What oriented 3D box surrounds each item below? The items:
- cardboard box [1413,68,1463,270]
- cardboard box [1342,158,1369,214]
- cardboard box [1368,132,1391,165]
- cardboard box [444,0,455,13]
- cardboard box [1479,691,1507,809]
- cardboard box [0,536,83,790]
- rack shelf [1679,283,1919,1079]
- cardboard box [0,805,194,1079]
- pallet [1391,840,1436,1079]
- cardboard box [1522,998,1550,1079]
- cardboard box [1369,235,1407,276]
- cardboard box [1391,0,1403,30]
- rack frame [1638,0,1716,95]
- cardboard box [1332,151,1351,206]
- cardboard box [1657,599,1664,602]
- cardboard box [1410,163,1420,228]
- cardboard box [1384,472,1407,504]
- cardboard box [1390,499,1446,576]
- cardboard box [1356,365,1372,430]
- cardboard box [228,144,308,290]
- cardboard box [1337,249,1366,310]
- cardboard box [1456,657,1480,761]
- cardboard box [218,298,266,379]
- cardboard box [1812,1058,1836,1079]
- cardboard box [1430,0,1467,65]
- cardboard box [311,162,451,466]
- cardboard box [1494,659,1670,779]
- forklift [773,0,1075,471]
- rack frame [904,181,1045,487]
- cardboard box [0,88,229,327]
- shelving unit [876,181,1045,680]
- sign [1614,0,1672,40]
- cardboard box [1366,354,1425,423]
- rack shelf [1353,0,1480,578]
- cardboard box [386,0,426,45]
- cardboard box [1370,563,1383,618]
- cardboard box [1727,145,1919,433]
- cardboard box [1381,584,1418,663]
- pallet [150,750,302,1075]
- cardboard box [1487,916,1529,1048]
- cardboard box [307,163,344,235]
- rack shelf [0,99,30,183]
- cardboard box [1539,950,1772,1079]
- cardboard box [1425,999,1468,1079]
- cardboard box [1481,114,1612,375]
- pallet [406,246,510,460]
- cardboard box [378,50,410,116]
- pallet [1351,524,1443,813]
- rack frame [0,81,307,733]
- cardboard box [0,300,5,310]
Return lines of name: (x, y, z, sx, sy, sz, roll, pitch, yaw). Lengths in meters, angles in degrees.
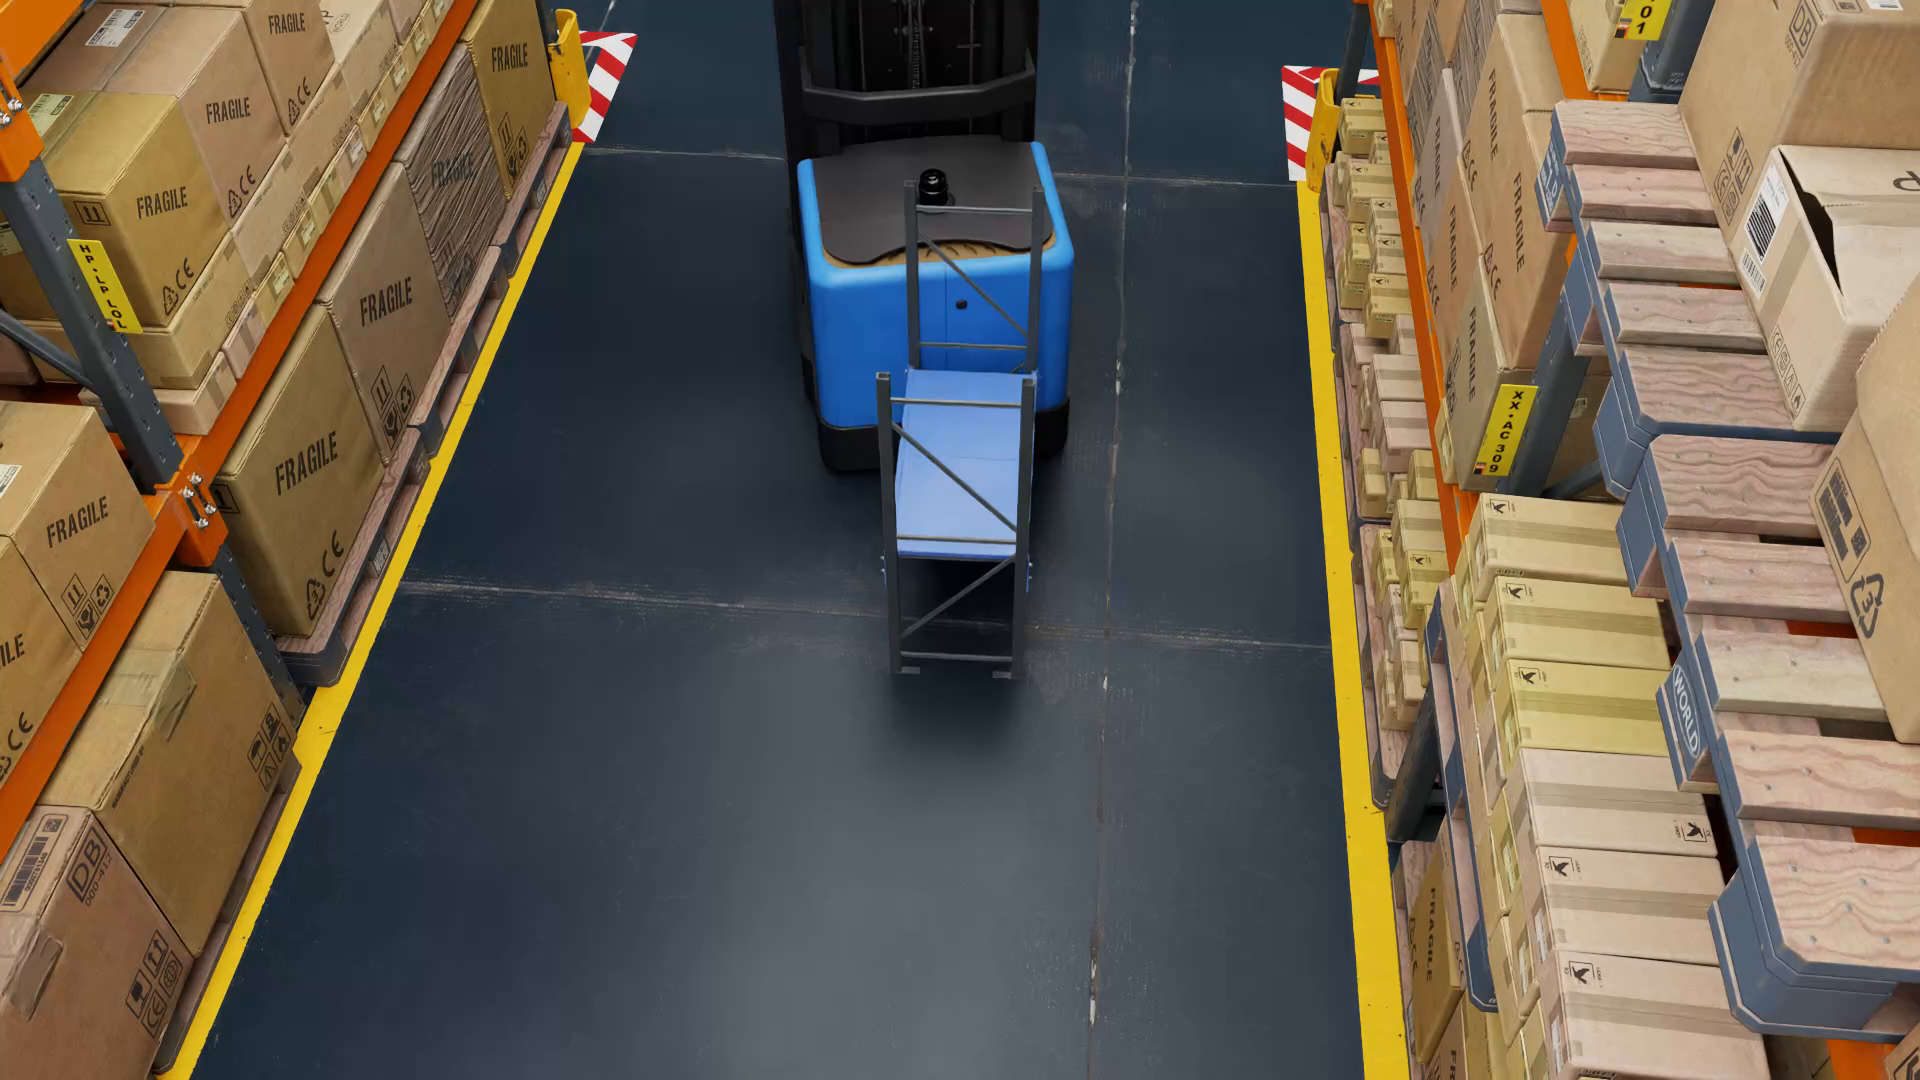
cardboard box: (1.850, -1.221, 5.591, 0.500, 0.500, 0.500, 4, 48, 3)
cardboard box: (1.972, -1.620, 7.670, 0.380, 0.149, 0.250, 4, 48, 3)
cardboard box: (2.065, -1.713, 7.554, 0.380, 0.149, 0.250, 5, 48, 4)
cardboard box: (-2.348, -2.384, 7.094, 0.380, 0.149, 0.250, 5, 48, 4)
cardboard box: (1.454, 0.516, 3.955, 0.380, 0.149, 0.250, 5, 48, 4)
cardboard box: (-2.760, 0.318, 4.385, 0.500, 0.500, 0.500, 5, 48, 5)
rack shelf: (1.810, 0.734, 2.526, 1.077, 0.370, 4.000, 4, 48, 4)
cardboard box: (-3.057, 1.330, 4.682, 1.225, 0.875, 0.875, 2, 48, 2)
pallet: (1.923, 1.548, 5.217, 1.003, 0.211, 1.213, 4, 48, 4)
cardboard box: (1.384, 1.100, 3.421, 0.380, 0.149, 0.250, 3, 48, 3)
cardboard box: (1.940, -1.145, 7.035, 0.380, 0.149, 0.250, 6, 48, 5)
cardboard box: (2.017, -2.333, 6.607, 0.500, 0.500, 0.500, 4, 48, 4)
rack frame: (1.992, -1.990, 2.498, 1.000, 3.000, 0.127, 4, 48, 4)
cardboard box: (1.990, -1.721, 7.965, 0.380, 0.149, 0.250, 5, 48, 4)
cardboard box: (2.314, 0.216, 5.789, 0.380, 0.149, 0.250, 6, 48, 5)
cardboard box: (1.856, -1.260, 6.066, 0.380, 0.149, 0.250, 5, 48, 4)
cardboard box: (1.848, -0.263, 6.429, 0.380, 0.149, 0.250, 5, 48, 4)
cardboard box: (1.765, 0.001, 5.986, 0.380, 0.149, 0.250, 3, 48, 3)
cardboard box: (1.863, -0.583, 6.924, 0.380, 0.149, 0.250, 4, 48, 4)
cardboard box: (-2.584, -1.116, 5.664, 0.500, 0.250, 0.500, 4, 48, 3)
cardboard box: (1.900, -1.160, 7.451, 0.380, 0.149, 0.250, 4, 48, 4)
cardboard box: (1.479, 0.440, 4.226, 0.380, 0.149, 0.250, 5, 48, 4)
cardboard box: (-2.556, -0.677, 5.532, 0.380, 0.149, 0.250, 2, 48, 2)
cardboard box: (2.038, 1.240, 3.495, 0.380, 0.149, 0.250, 6, 48, 5)
cardboard box: (1.899, -1.938, 5.569, 0.500, 0.500, 0.500, 3, 48, 2)
cardboard box: (-2.716, -0.939, 6.757, 0.875, 0.875, 0.875, 4, 48, 4)
cardboard box: (1.453, 0.429, 3.834, 0.380, 0.149, 0.250, 4, 48, 4)
forklift: (-0.251, -2.377, 6.964, 1.130, 2.935, 3.031, -6, 48, -5)
rack frame: (0.051, -0.747, 6.443, 0.500, 1.500, 0.032, 3, 48, 2)
cardboard box: (-2.640, -1.011, 5.060, 0.500, 0.500, 0.500, 4, 48, 4)
shelving unit: (0.019, -0.373, 6.101, 0.538, 1.500, 1.048, 3, 48, 2)
sign: (1.451, -1.183, 3.442, 0.100, 0.325, 0.005, 4, 48, 4)
cardboard box: (1.811, -0.588, 6.526, 0.380, 0.149, 0.250, 2, 48, 2)
rack shelf: (2.175, -1.193, 6.321, 1.077, 0.370, 4.000, 4, 48, 4)
cardboard box: (-2.446, -2.242, 6.694, 0.500, 0.250, 0.500, 2, 48, 2)
cardboard box: (1.756, 0.160, 6.244, 0.380, 0.149, 0.250, 2, 48, 2)
cardboard box: (1.703, -0.457, 2.904, 0.500, 0.311, 0.500, 3, 48, 3)
cardboard box: (1.717, 0.302, 5.913, 0.380, 0.149, 0.250, 2, 48, 2)
pallet: (-2.933, 1.140, 5.590, 1.003, 0.211, 1.213, 4, 48, 4)
cardboard box: (1.405, 0.995, 3.719, 0.380, 0.149, 0.250, 2, 48, 2)
cardboard box: (-2.487, -1.252, 6.058, 0.380, 0.149, 0.250, 3, 48, 3)
rack shelf: (-3.120, 0.327, 2.899, 1.077, 0.370, 4.000, 4, 48, 4)
cardboard box: (1.382, 0.985, 3.324, 0.380, 0.149, 0.250, 5, 48, 5)
cardboard box: (1.614, 1.650, 4.643, 0.500, 0.500, 0.500, 6, 48, 5)
cardboard box: (1.766, -0.801, 4.529, 0.500, 0.500, 0.500, 2, 48, 2)
pallet: (-2.682, -0.885, 7.442, 1.003, 0.211, 1.213, 4, 48, 4)
cardboard box: (-2.417, -1.821, 6.579, 0.380, 0.149, 0.250, 5, 48, 4)
pallet: (2.018, 0.480, 6.194, 1.003, 0.211, 1.213, 4, 48, 4)
rack frame: (-2.938, -0.373, 5.085, 1.000, 3.000, 0.127, 4, 48, 4)
cardboard box: (-3.162, -1.032, 5.079, 0.500, 0.500, 0.500, 5, 48, 5)
